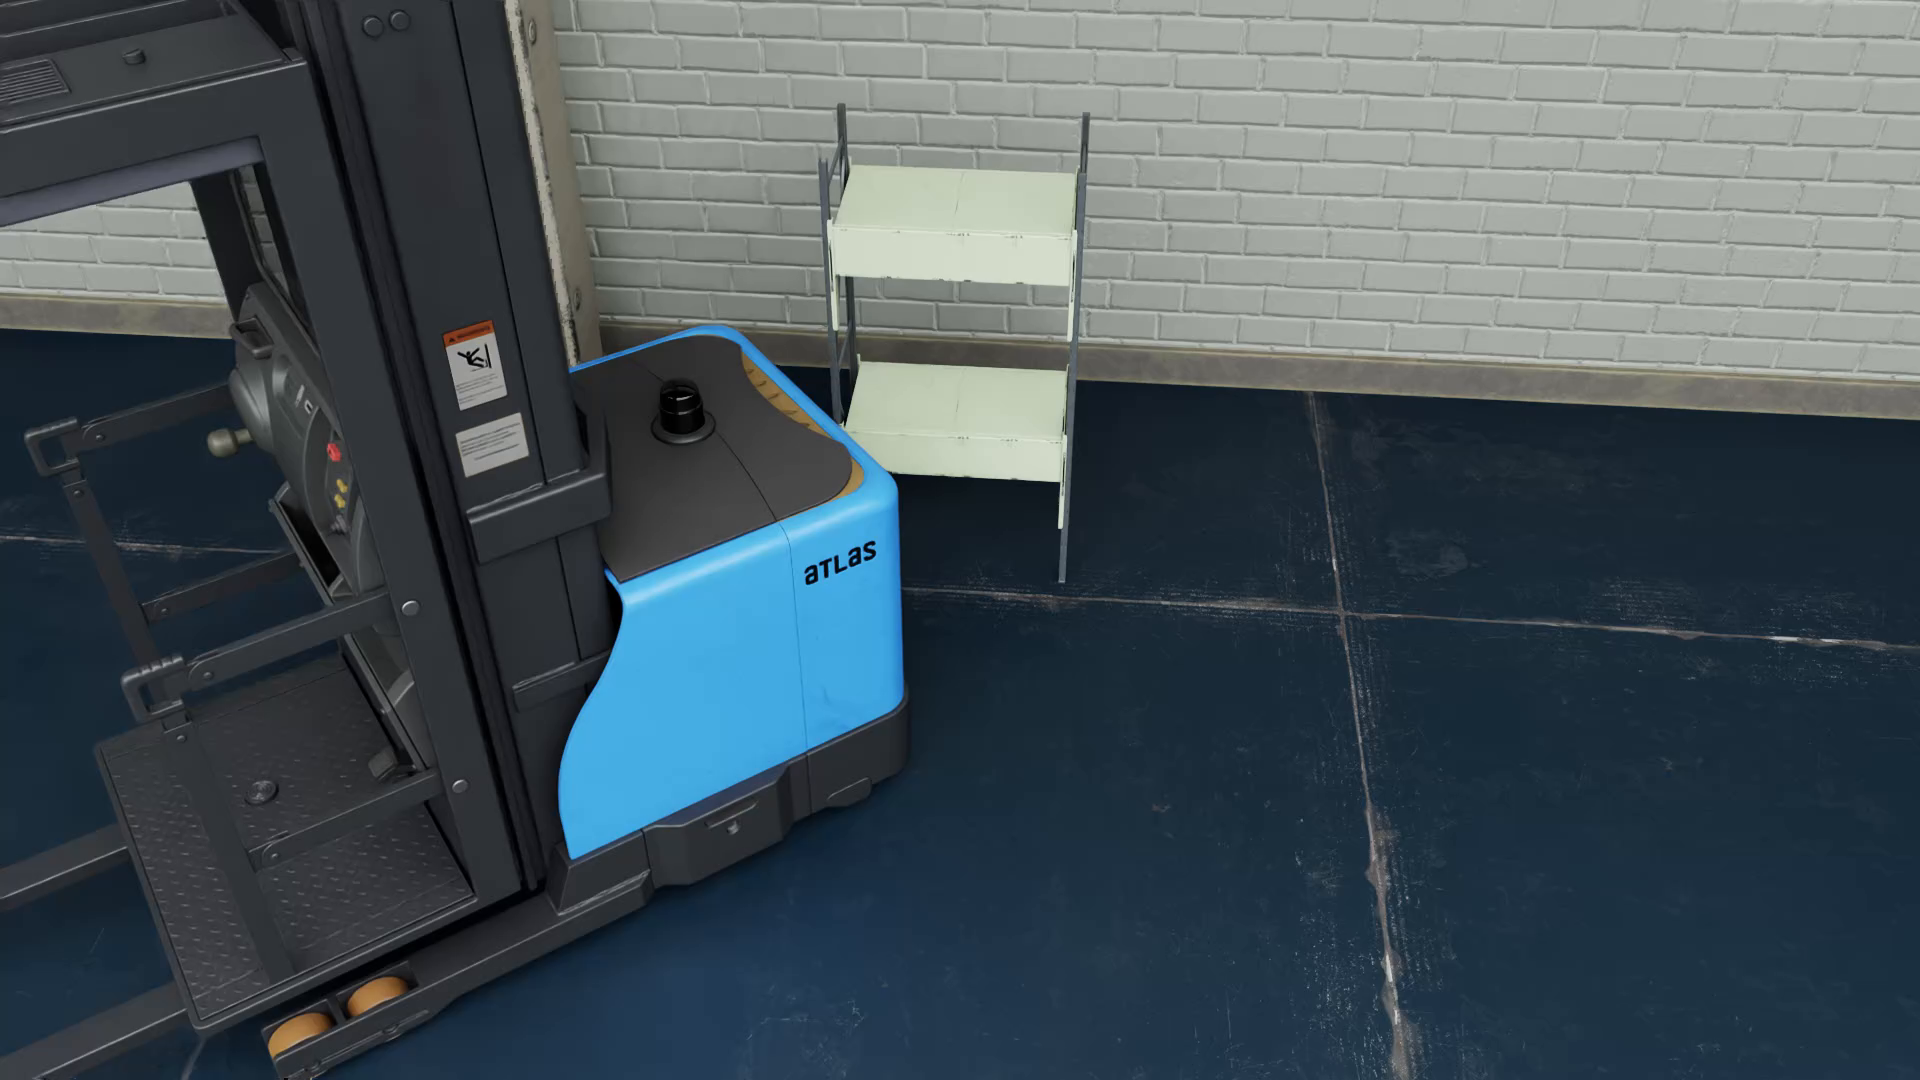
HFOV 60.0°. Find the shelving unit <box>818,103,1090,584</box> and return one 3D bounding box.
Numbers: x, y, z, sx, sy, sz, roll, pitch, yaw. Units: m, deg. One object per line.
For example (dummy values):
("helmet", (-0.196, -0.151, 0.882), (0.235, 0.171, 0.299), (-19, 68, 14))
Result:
("shelving unit", (-0.007, -0.582, 5.277), (0.755, 1.500, 0.431), (3, 39, 4))

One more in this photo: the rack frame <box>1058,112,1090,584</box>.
("rack frame", (0.358, -0.562, 5.252), (0.023, 1.500, 0.400), (3, 39, 4))

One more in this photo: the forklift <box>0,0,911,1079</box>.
("forklift", (-1.654, -0.186, 3.657), (3.031, 2.935, 1.130), (-23, 44, -25))

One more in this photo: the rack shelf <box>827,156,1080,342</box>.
("rack shelf", (-0.007, -0.885, 5.031), (0.720, 0.370, 0.431), (3, 39, 4))

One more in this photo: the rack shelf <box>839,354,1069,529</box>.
("rack shelf", (-0.007, -0.329, 5.483), (0.720, 0.370, 0.431), (3, 39, 4))

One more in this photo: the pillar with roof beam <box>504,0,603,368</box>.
("pillar with roof beam", (-2.005, -1.451, 0.404), (0.400, 9.000, 9.100), (3, 39, 4))

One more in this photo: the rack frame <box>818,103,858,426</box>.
("rack frame", (-0.371, -0.602, 5.301), (0.023, 1.500, 0.400), (3, 39, 4))
